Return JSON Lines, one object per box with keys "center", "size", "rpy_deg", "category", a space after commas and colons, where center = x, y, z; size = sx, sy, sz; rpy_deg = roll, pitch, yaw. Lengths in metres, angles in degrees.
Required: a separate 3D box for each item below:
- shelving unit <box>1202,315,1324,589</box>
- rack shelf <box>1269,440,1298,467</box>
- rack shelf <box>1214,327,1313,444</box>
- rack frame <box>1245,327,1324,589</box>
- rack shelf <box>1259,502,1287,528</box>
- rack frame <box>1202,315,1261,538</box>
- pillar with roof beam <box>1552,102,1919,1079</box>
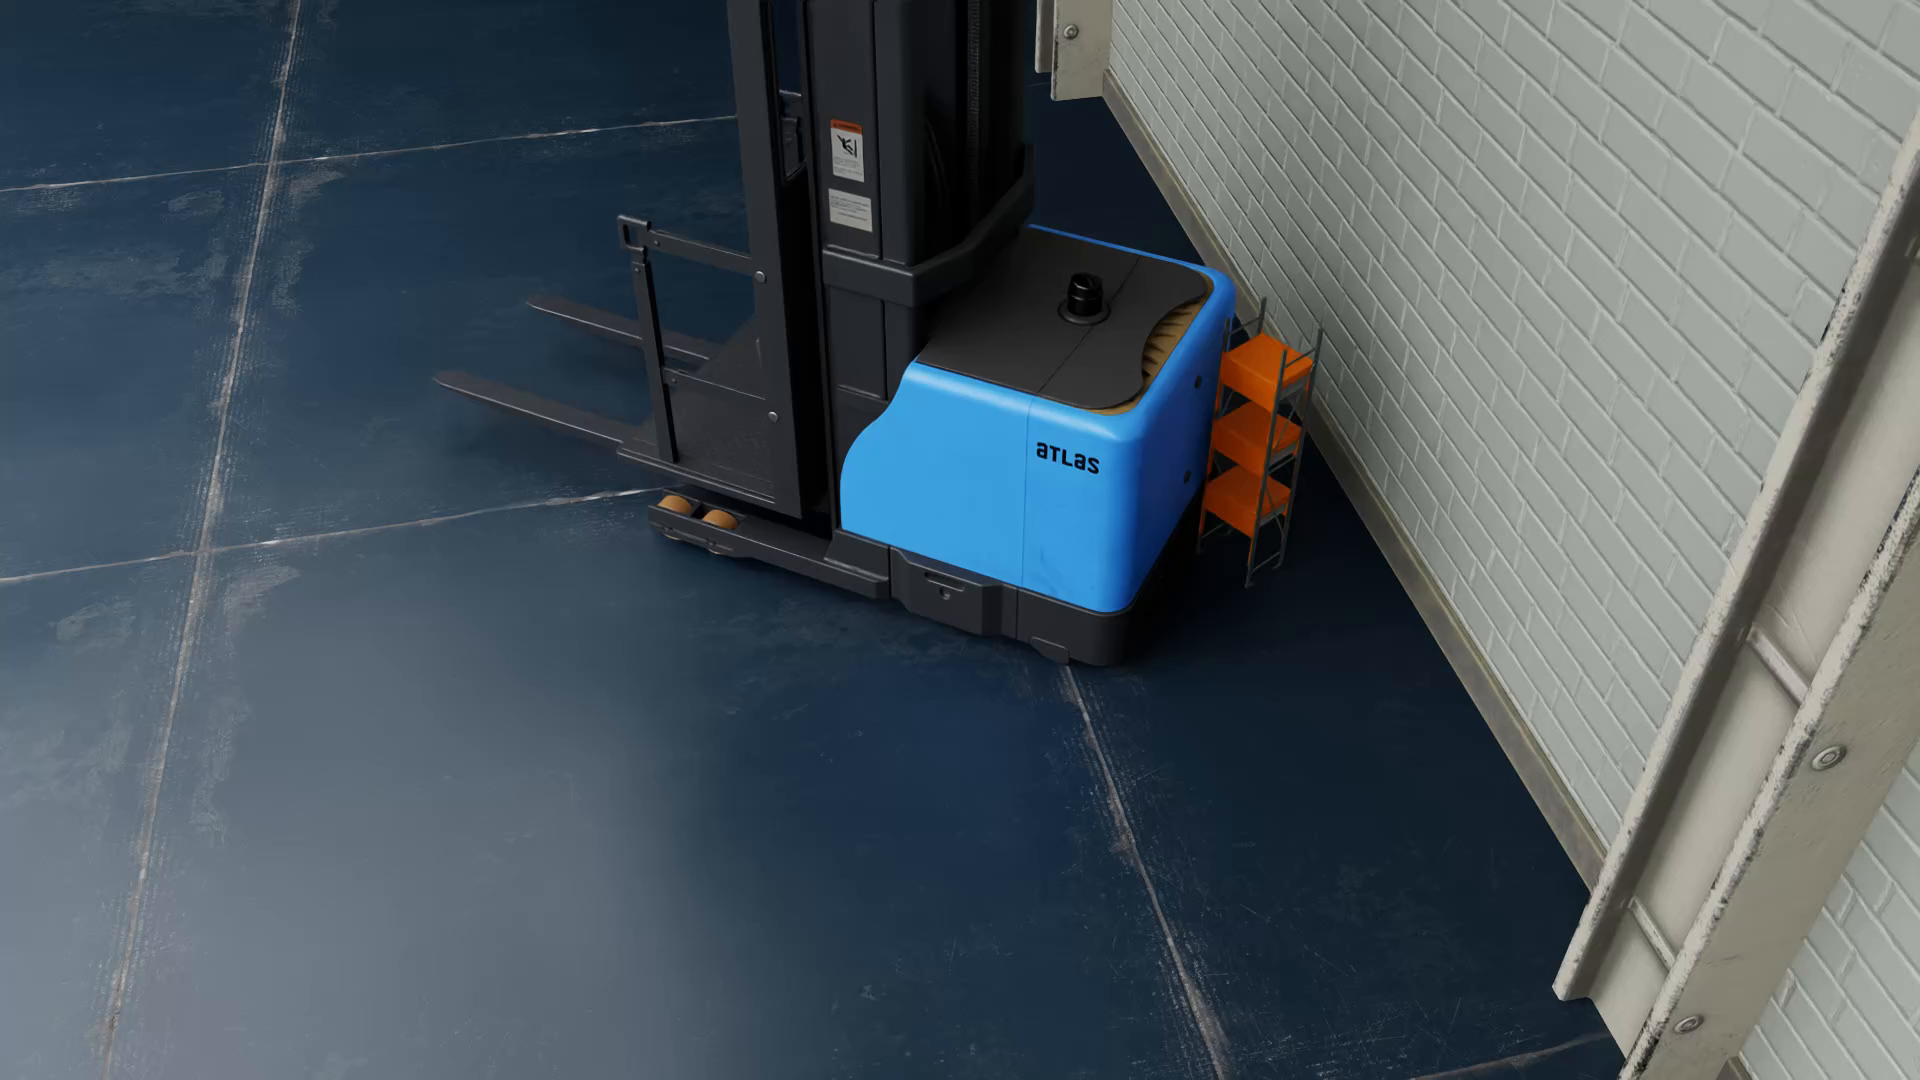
{"center": [1.035, -0.320, 5.820], "size": [0.215, 1.050, 0.249], "rpy_deg": [-30, 50, -30], "category": "shelving unit"}
{"center": [1.034, -0.350, 5.794], "size": [0.166, 0.050, 0.221], "rpy_deg": [-30, 50, -30], "category": "rack shelf"}
{"center": [1.035, -0.525, 5.639], "size": [0.215, 0.259, 0.240], "rpy_deg": [-30, 50, -30], "category": "rack shelf"}
{"center": [1.115, -0.260, 5.752], "size": [0.200, 1.050, 0.008], "rpy_deg": [-30, 50, -30], "category": "rack frame"}
{"center": [1.034, -0.143, 5.979], "size": [0.166, 0.050, 0.221], "rpy_deg": [-30, 50, -30], "category": "rack shelf"}
{"center": [0.953, -0.381, 5.888], "size": [0.190, 0.915, 0.003], "rpy_deg": [-30, 50, -30], "category": "rack frame"}
{"center": [-2.303, -1.358, 1.002], "size": [9.100, 9.000, 0.400], "rpy_deg": [-8, 42, -9], "category": "pillar with roof beam"}
